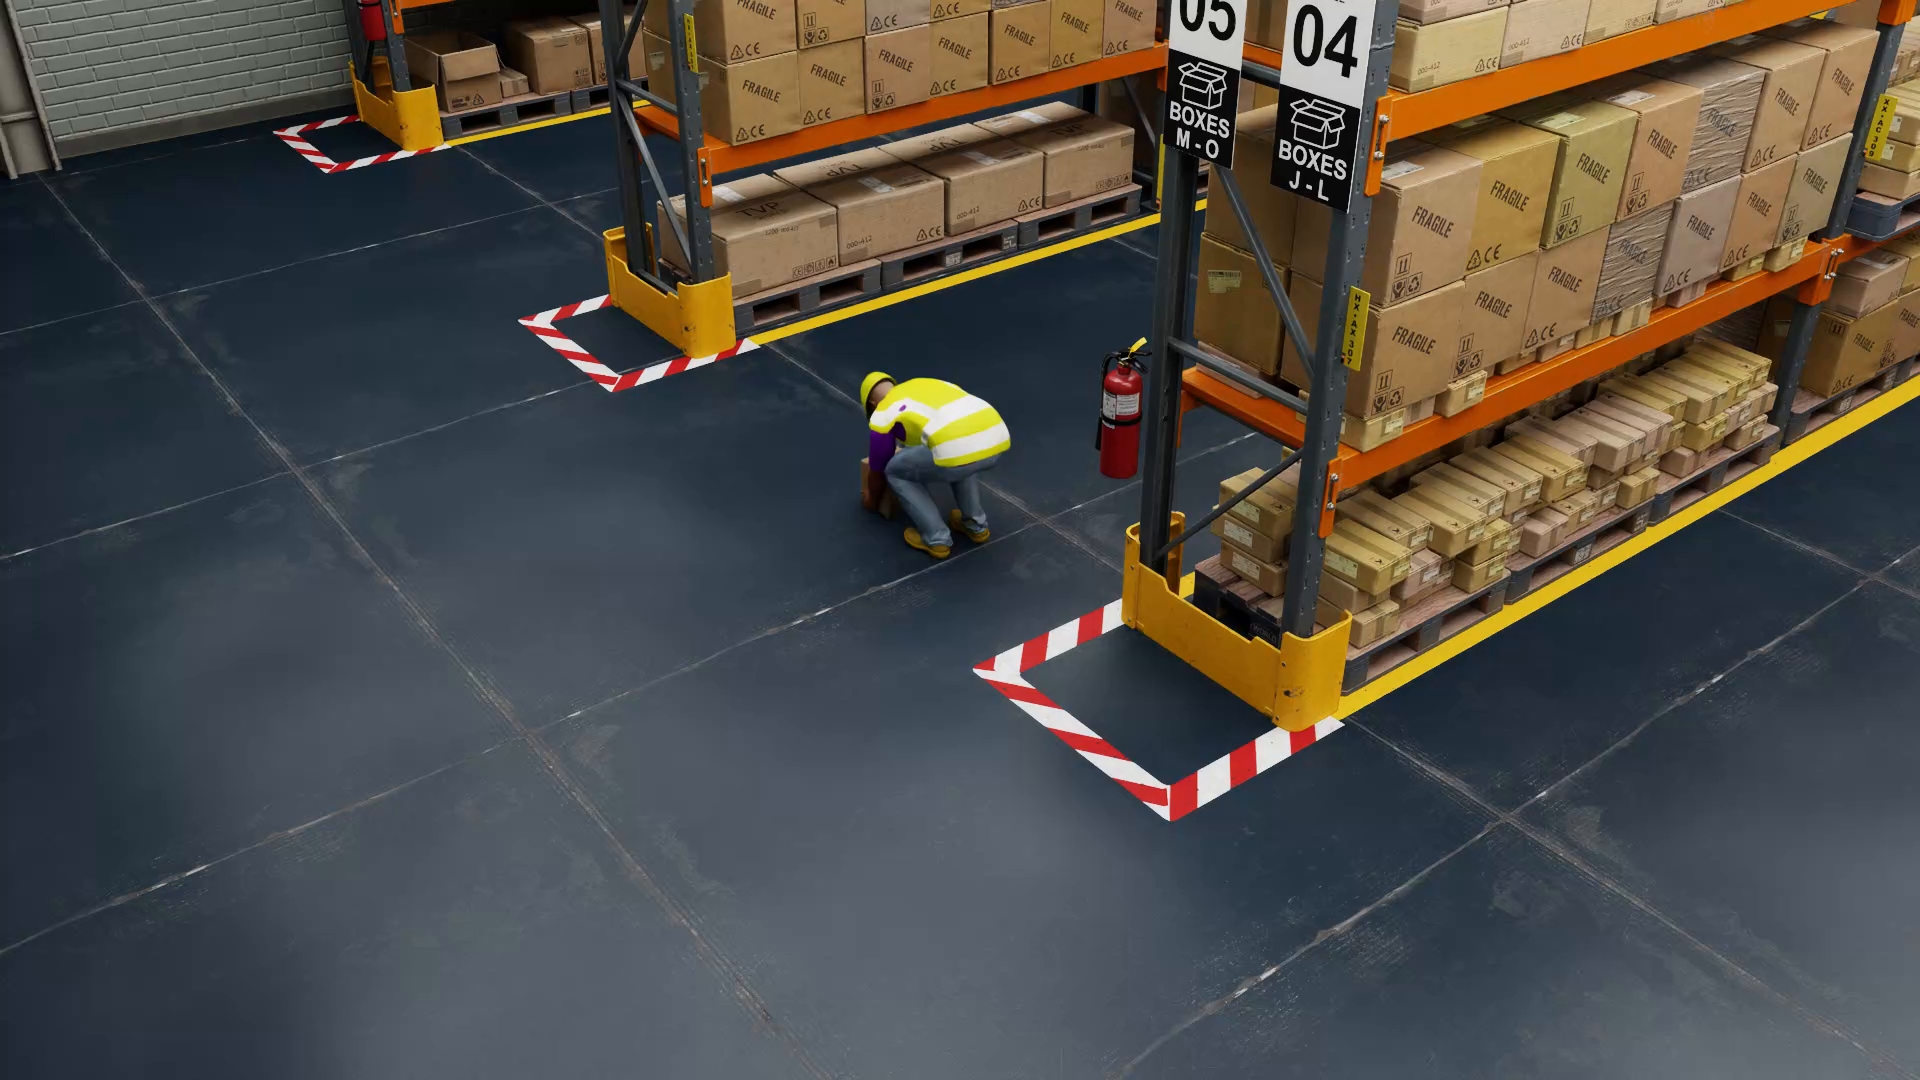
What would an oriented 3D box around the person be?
[{"bbox_3d":[-0.178,-0.423,8.678,0.517,0.862,0.980,-24,39,-33],"label":"person"}]
